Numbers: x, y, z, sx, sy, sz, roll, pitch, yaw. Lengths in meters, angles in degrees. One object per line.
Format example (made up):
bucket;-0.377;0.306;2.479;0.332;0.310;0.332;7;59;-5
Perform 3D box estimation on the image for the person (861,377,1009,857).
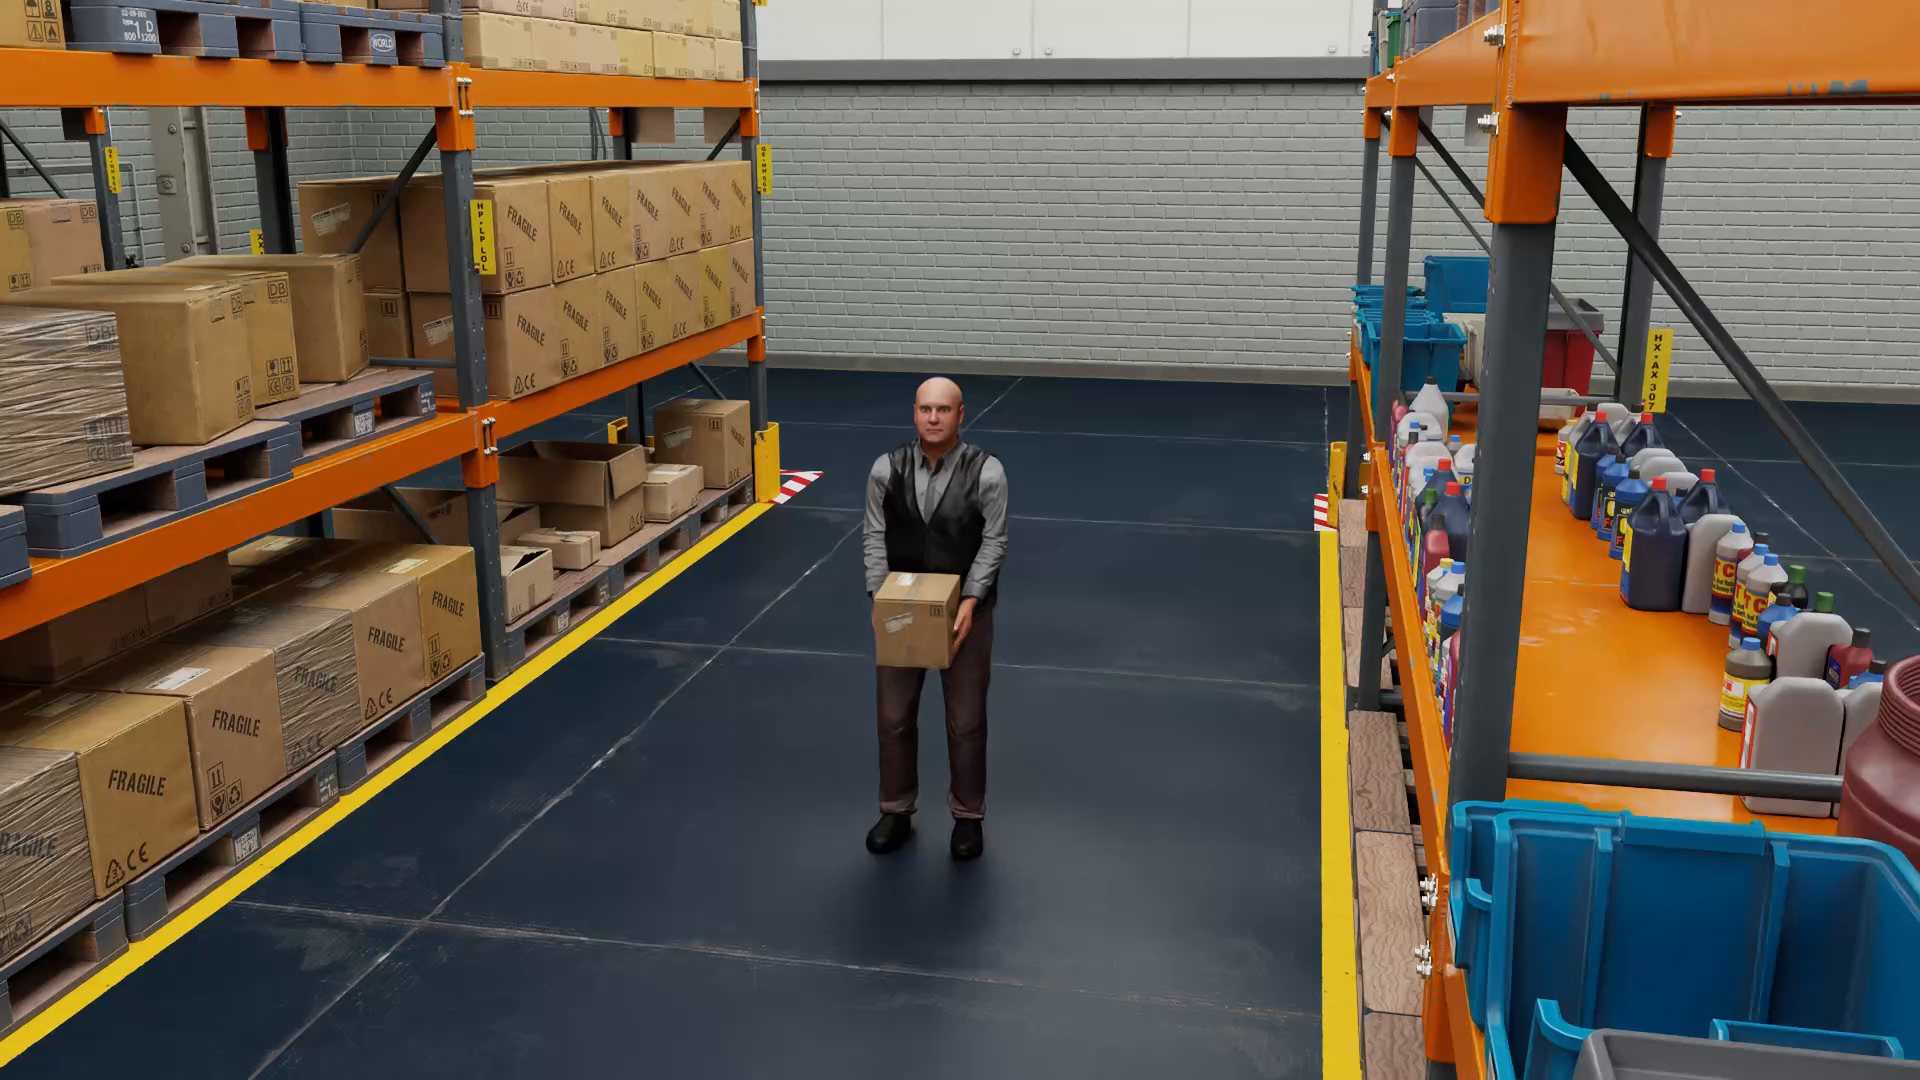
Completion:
person;-0.097;0.289;5.935;0.532;1.727;0.522;3;15;11
